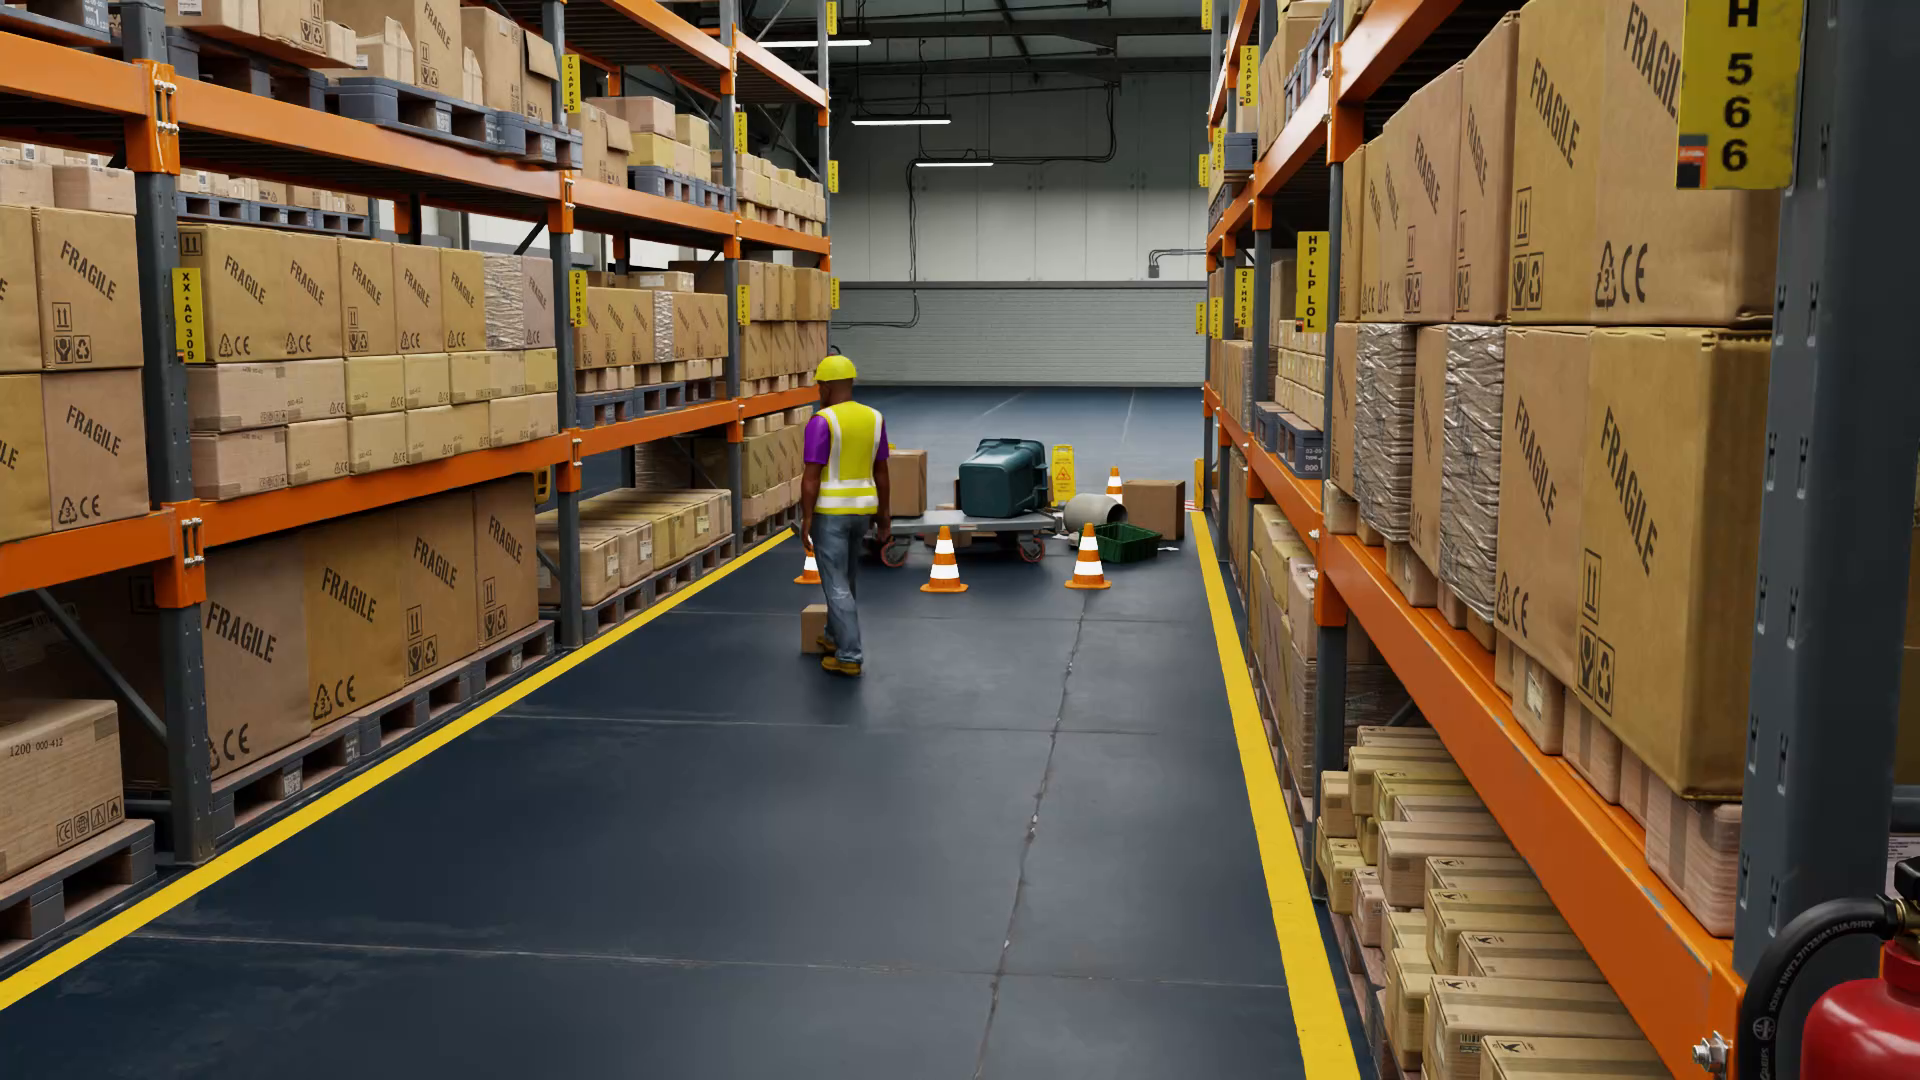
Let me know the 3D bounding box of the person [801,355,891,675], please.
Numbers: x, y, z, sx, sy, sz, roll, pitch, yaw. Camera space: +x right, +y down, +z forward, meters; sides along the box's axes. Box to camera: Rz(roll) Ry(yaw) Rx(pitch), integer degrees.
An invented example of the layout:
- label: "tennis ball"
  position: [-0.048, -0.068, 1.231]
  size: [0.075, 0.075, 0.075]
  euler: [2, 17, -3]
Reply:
- label: "person"
  position: [-0.754, -0.168, 9.392]
  size: [0.614, 1.746, 0.816]
  euler: [-7, 10, -42]
